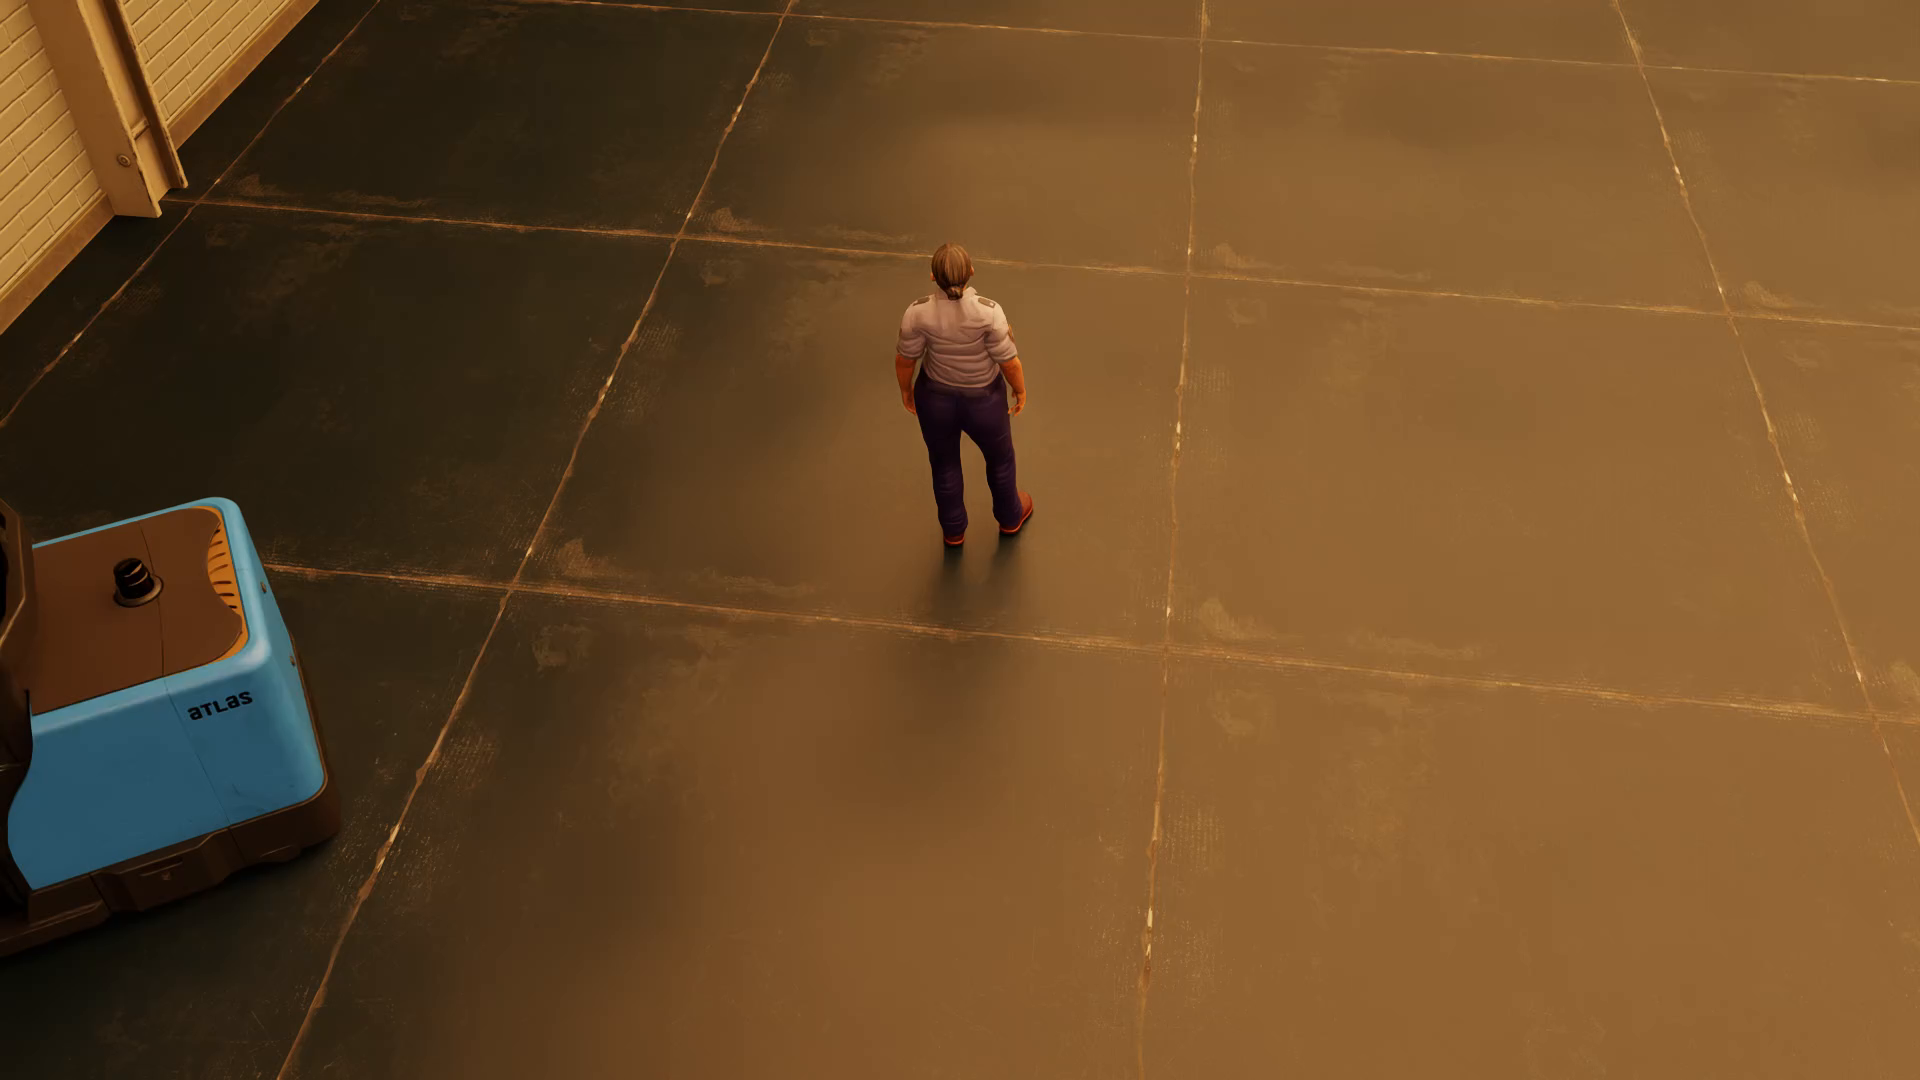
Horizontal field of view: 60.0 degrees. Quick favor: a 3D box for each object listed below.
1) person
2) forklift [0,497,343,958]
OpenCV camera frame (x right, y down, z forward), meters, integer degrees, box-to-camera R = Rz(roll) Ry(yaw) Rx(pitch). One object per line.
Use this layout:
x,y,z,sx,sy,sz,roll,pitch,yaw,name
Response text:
0.034,-0.667,7.394,0.599,1.642,0.503,5,43,6,person
-3.999,0.244,5.459,3.031,2.935,1.130,-18,45,-18,forklift
